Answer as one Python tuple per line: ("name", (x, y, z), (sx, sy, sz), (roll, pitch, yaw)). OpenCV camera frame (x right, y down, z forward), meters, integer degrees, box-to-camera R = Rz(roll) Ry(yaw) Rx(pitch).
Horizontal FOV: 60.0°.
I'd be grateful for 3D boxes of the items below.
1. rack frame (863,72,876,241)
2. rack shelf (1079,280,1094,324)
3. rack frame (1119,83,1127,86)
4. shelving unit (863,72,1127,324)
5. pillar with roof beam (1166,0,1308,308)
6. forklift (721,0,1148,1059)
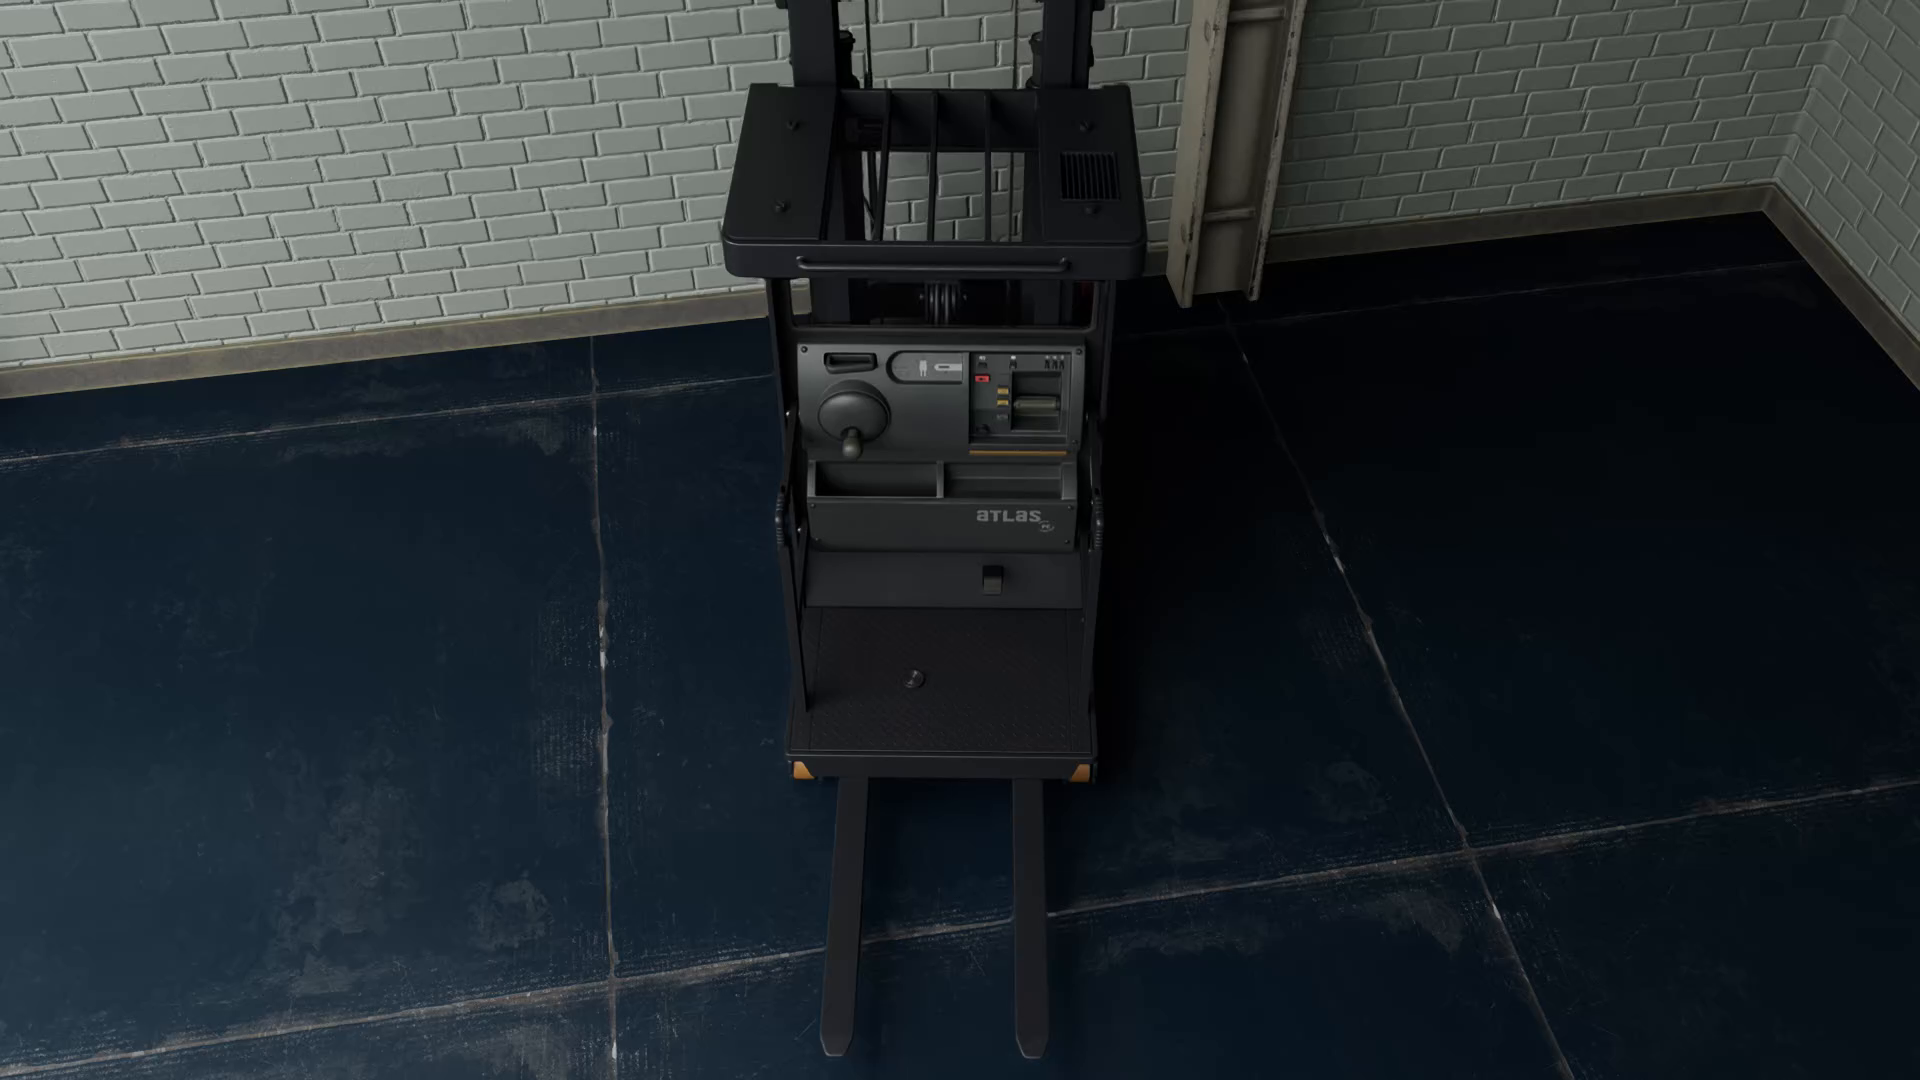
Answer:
("rack frame", (-0.387, -1.176, 7.035), (0.032, 1.500, 0.500), (3, 46, 3))
("rack shelf", (0.120, -1.022, 7.136), (1.000, 0.185, 0.538), (3, 46, 3))
("rack frame", (0.626, -1.117, 6.978), (0.032, 1.500, 0.500), (3, 46, 3))
("shelving unit", (0.111, -1.147, 7.007), (1.083, 1.500, 0.587), (3, 46, 3))
("pillar with roof beam", (1.967, -1.320, 1.966), (0.400, 9.000, 9.100), (-7, 46, -7))
("forklift", (-0.061, -0.366, 5.260), (1.130, 2.935, 3.031), (0, 46, 0))
